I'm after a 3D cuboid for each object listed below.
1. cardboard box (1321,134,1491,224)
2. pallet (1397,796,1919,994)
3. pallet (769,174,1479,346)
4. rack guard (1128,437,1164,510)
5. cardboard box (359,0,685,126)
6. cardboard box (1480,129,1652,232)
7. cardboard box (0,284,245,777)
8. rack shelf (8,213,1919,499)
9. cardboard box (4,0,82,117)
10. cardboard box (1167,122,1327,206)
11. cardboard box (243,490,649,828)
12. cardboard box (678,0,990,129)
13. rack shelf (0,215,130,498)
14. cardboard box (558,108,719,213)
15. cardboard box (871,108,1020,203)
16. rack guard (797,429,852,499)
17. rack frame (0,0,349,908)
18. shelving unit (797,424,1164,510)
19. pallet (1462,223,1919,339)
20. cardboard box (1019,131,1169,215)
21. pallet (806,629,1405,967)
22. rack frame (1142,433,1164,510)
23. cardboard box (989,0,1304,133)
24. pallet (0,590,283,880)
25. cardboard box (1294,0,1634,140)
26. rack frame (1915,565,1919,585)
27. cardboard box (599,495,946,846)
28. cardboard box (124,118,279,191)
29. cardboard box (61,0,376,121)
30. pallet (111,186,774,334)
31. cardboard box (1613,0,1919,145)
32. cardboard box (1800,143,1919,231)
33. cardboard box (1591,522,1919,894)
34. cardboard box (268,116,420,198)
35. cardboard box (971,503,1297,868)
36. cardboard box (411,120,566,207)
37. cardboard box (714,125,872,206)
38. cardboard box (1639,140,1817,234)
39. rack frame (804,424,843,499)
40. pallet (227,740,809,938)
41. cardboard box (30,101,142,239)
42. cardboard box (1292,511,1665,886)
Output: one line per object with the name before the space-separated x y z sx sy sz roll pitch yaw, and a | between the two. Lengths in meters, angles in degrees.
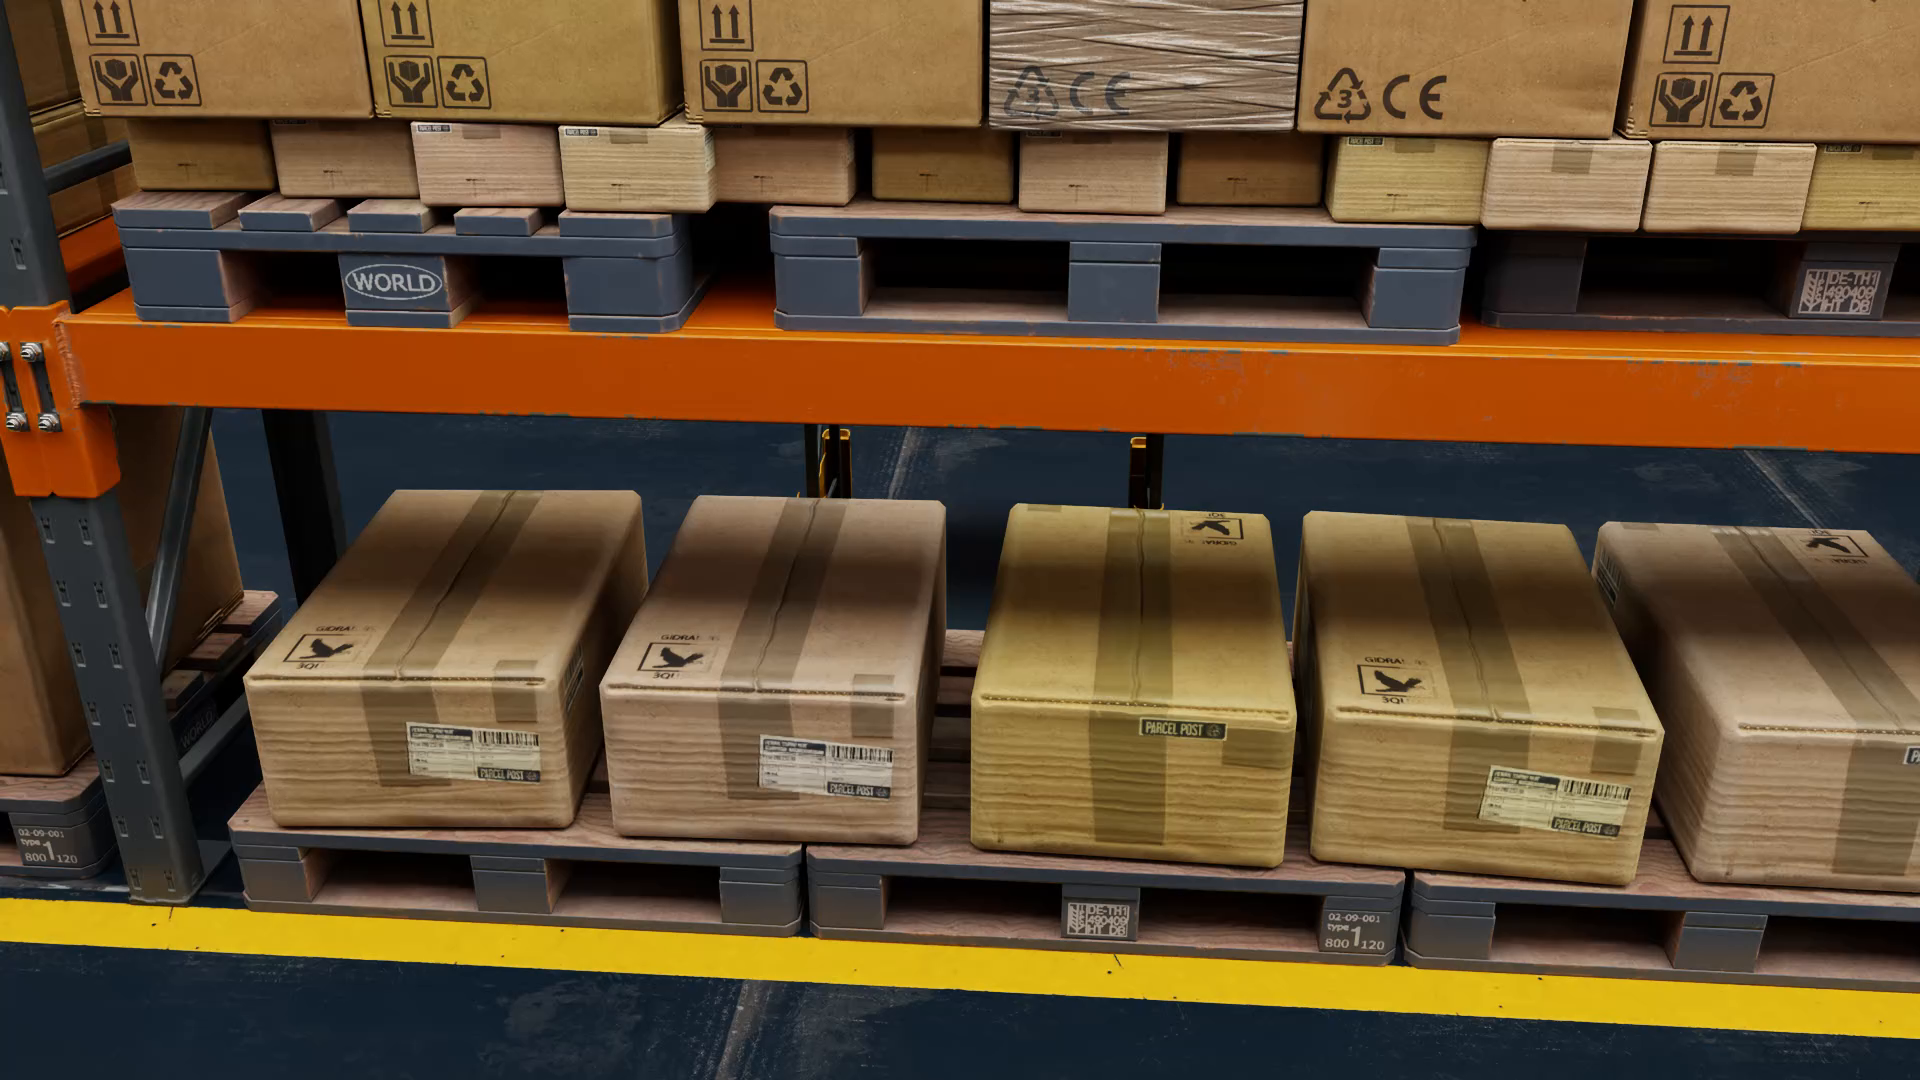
cardboard box | 0.766 -0.677 2.932 0.250 0.149 0.380 2 25 4
pallet | 1.540 0.582 3.733 1.213 0.211 1.003 2 25 4
pallet | 0.305 -0.655 3.315 1.213 0.211 1.003 2 25 4
rack guard | 0.573 -0.095 5.158 0.087 0.250 0.587 2 25 4
cardboard box | -0.721 -1.035 2.934 0.500 0.500 0.500 3 25 7
cardboard box | 1.007 -0.654 2.882 0.250 0.149 0.380 2 25 4
cardboard box | -2.354 -0.071 3.855 0.875 0.875 0.875 2 25 4
rack shelf | 0.322 -0.398 3.387 4.000 0.370 1.077 2 25 4
cardboard box | -2.158 -1.067 3.561 0.500 0.250 0.500 2 25 4
cardboard box | 0.511 -0.729 3.043 0.250 0.149 0.380 1 25 2
cardboard box | -1.109 0.237 3.789 0.625 0.372 0.950 0 25 0
cardboard box | -0.191 -1.021 2.903 0.500 0.500 0.500 2 25 5
rack shelf | -3.666 -0.526 3.665 4.000 0.370 1.077 2 25 4
cardboard box | -0.541 -0.709 3.001 0.250 0.149 0.380 2 25 4
cardboard box | -0.010 -0.741 3.070 0.250 0.149 0.380 3 25 6
rack guard | -0.421 -0.127 5.227 0.087 0.250 0.587 2 25 4
rack frame | -1.672 -0.789 3.376 0.127 3.000 1.000 2 25 4
shelving unit | 0.076 -0.679 4.931 1.083 1.500 0.587 2 25 4
pallet | 1.566 -0.659 3.322 1.213 0.211 1.003 2 25 4
cardboard box | 0.246 -0.706 2.993 0.250 0.149 0.380 3 25 6
pallet | 0.320 0.544 3.816 1.213 0.211 1.003 2 25 4
rack frame | 0.592 -0.662 4.895 0.032 1.500 0.500 2 25 4
cardboard box | 0.307 -1.002 2.861 0.500 0.500 0.500 1 25 2
pallet | -2.452 0.421 4.082 1.213 0.211 1.003 2 25 4
cardboard box | 0.830 -0.986 2.825 0.500 0.500 0.500 3 25 6
rack frame | 2.316 -0.661 3.097 0.127 3.000 1.000 2 25 4
cardboard box | -0.373 0.257 3.745 0.625 0.372 0.950 1 25 3
cardboard box | -1.362 -0.777 3.149 0.250 0.149 0.380 0 25 1
cardboard box | -1.241 -1.049 2.964 0.500 0.500 0.500 1 25 3
pallet | -0.953 -0.723 3.463 1.003 0.211 1.213 2 25 4
cardboard box | 1.344 -0.966 2.784 0.500 0.500 0.500 2 25 4
cardboard box | 1.521 -0.655 2.882 0.250 0.149 0.380 1 25 2
cardboard box | 1.793 0.327 3.593 0.625 0.372 0.950 2 25 5
cardboard box | -1.083 -0.754 3.099 0.250 0.149 0.380 0 25 1
cardboard box | 0.383 0.283 3.687 0.625 0.372 0.950 3 25 6
cardboard box | -0.813 -0.726 3.038 0.250 0.149 0.380 0 25 1
cardboard box | -0.294 -0.734 3.054 0.250 0.149 0.380 3 25 7
cardboard box | 1.261 -0.648 2.868 0.250 0.149 0.380 1 25 3
rack frame | -0.422 -0.695 4.966 0.032 1.500 0.500 2 25 4
pallet | -0.893 0.504 3.903 1.213 0.211 1.003 2 25 4
cardboard box | -2.141 -0.841 3.669 0.500 0.250 0.500 1 25 3
cardboard box | 1.076 0.305 3.640 0.625 0.372 0.950 3 25 7
